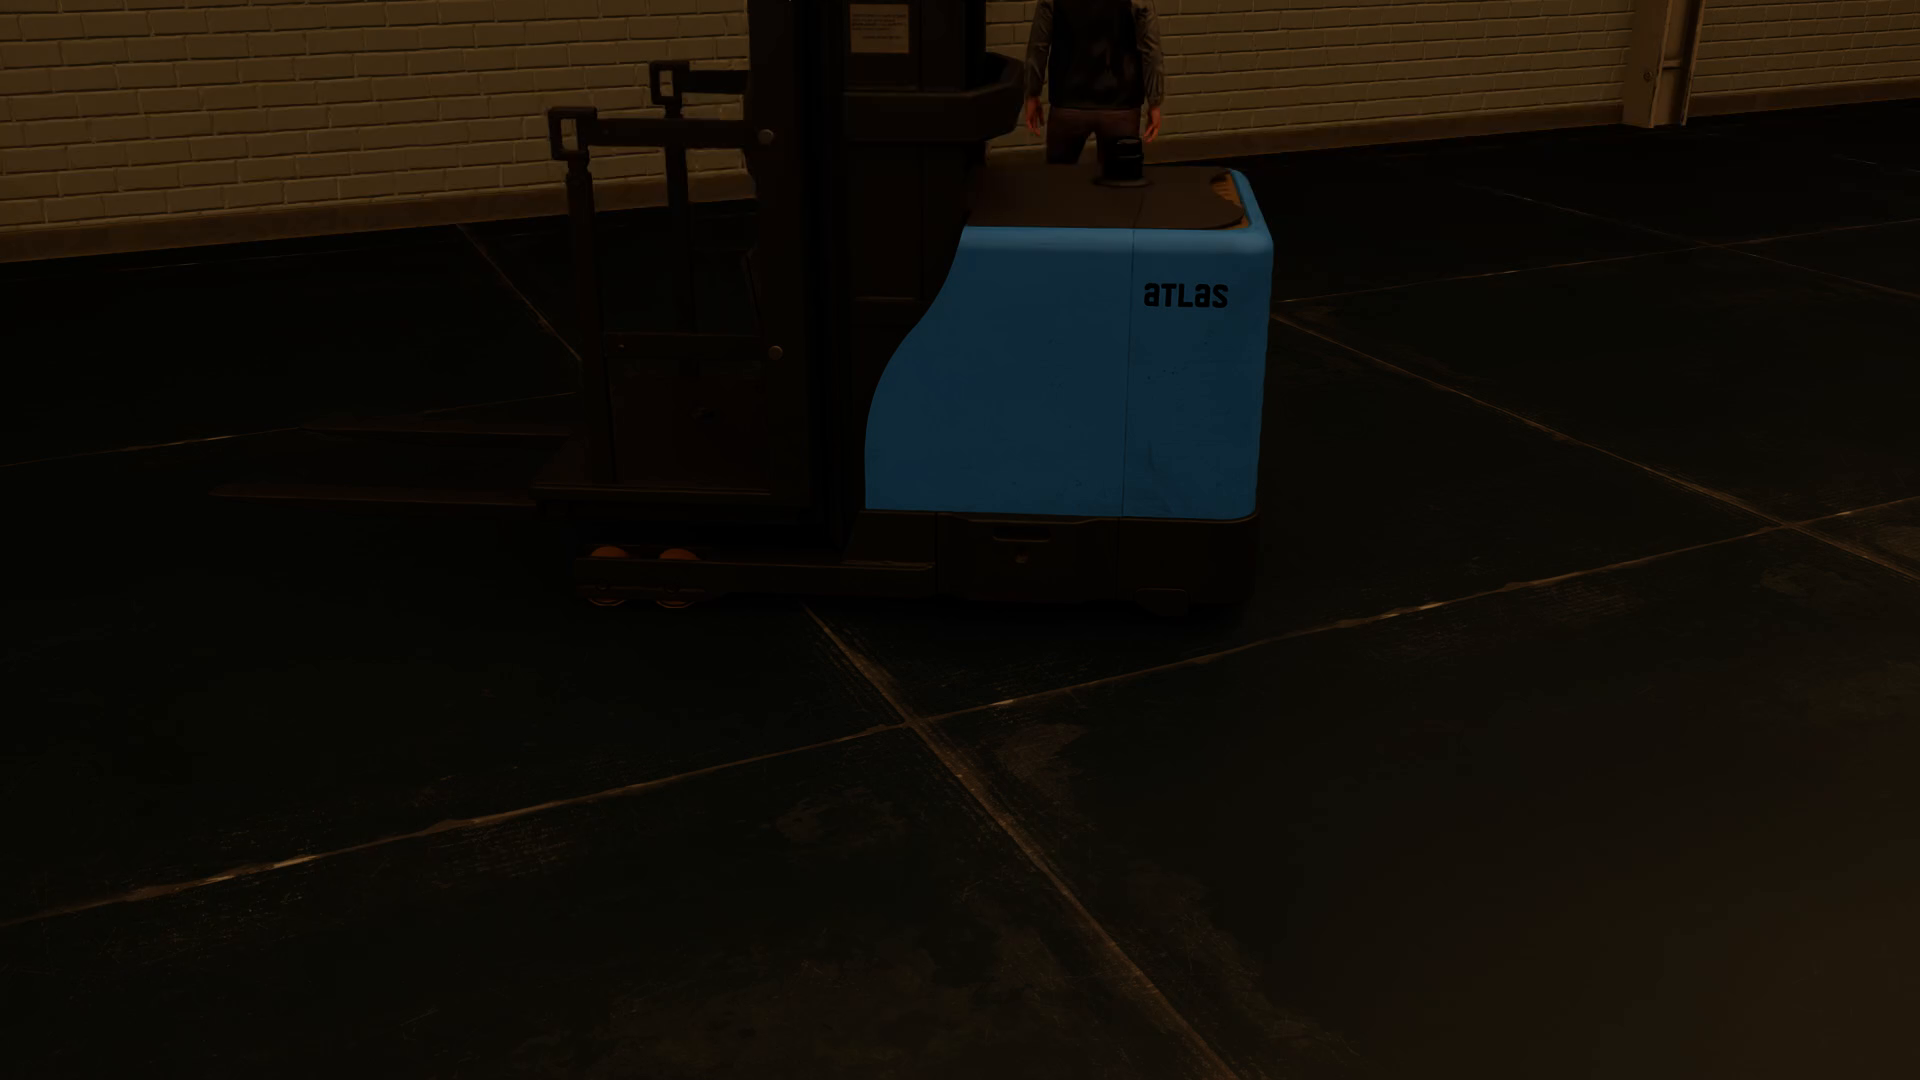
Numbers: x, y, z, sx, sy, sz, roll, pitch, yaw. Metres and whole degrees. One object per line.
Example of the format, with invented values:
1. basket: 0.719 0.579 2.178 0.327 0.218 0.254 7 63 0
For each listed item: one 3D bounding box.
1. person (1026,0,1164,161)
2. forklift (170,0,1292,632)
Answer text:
1. person: 0.634 -1.992 7.763 0.627 1.763 0.561 5 23 12
2. forklift: -0.664 -1.317 4.456 3.031 2.935 1.130 -2 23 -5
